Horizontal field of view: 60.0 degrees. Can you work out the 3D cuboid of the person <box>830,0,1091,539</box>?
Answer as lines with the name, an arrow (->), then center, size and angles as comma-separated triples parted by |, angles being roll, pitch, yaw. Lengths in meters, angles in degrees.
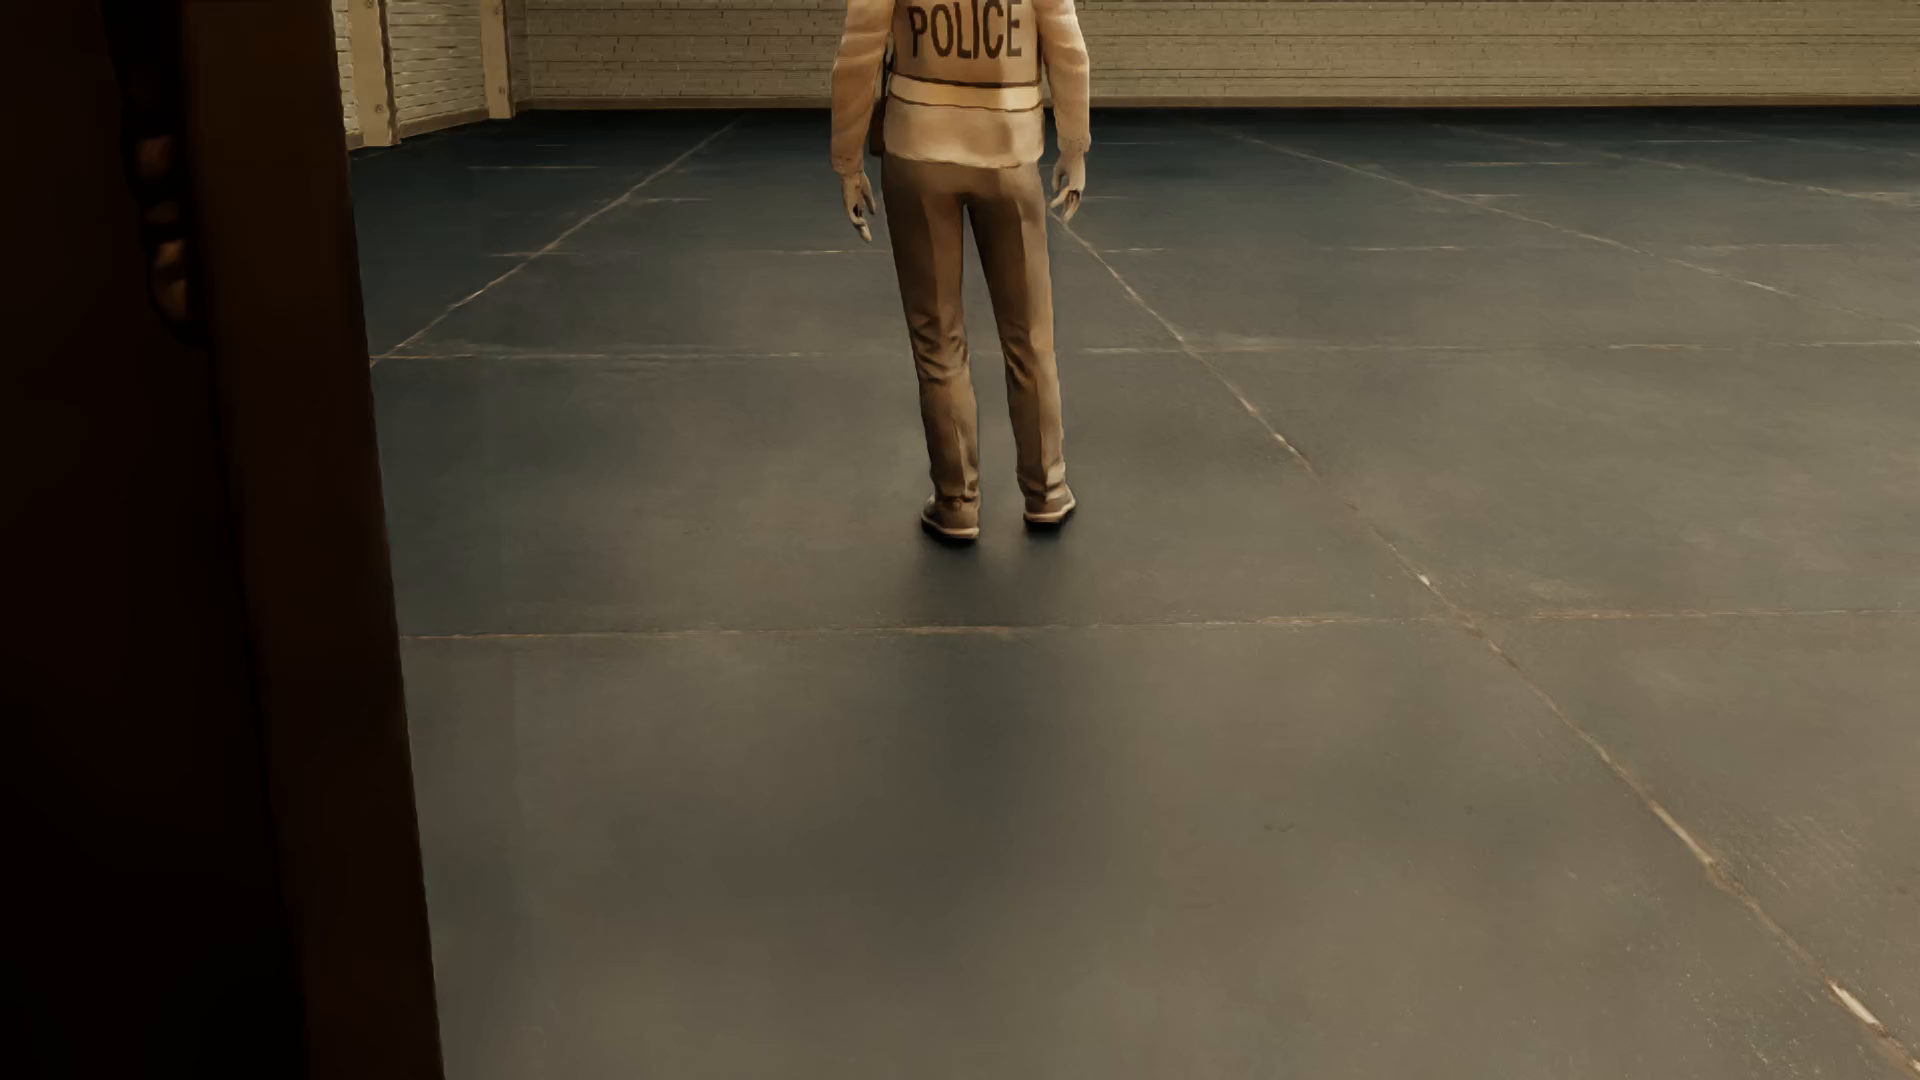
person -> 0.004, -0.837, 3.733 | 0.586, 1.695, 0.533 | -1, 17, -3
